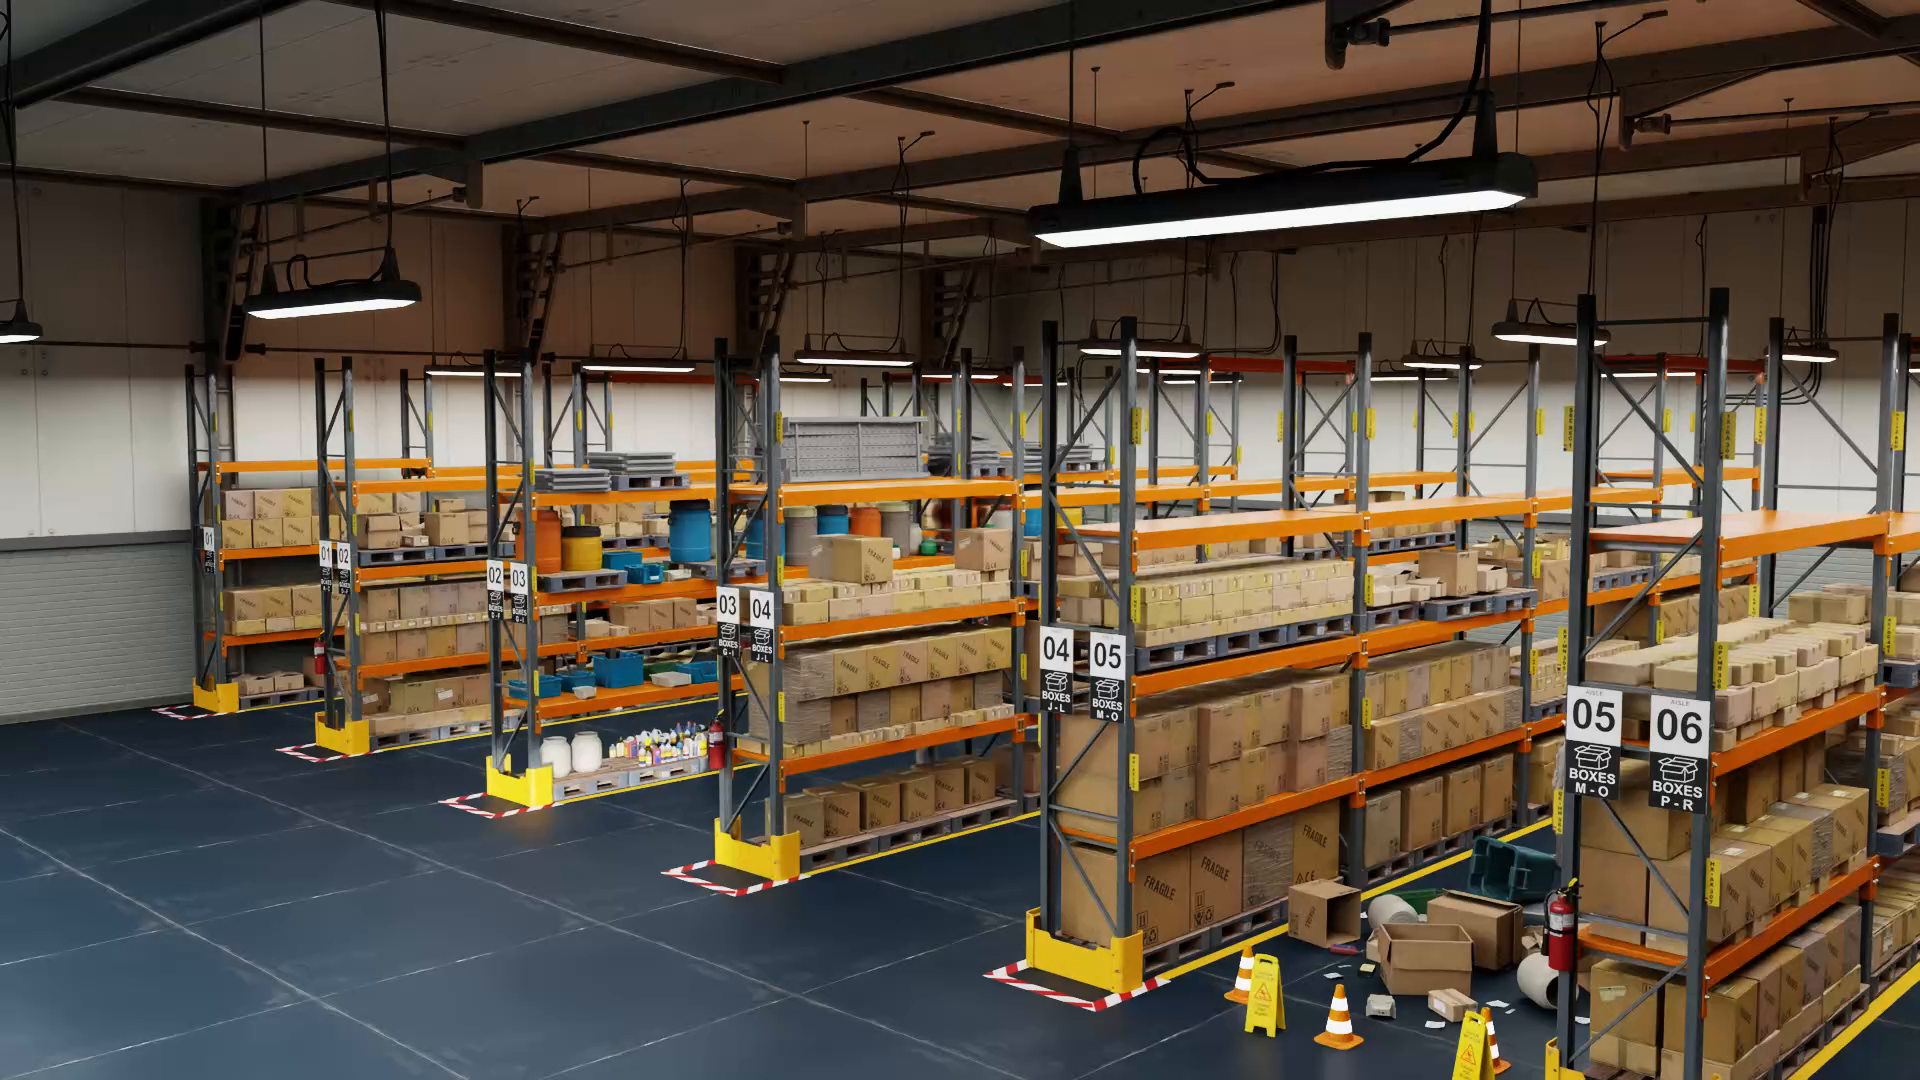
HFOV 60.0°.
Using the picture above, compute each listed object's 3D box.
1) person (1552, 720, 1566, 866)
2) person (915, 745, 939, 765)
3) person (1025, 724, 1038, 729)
[{"bbox_3d":[6.997,2.841,18.910,0.537,1.776,0.478,1,4,7],"label":"person"},{"bbox_3d":[-0.488,2.611,22.964,0.374,1.610,0.512,4,6,42],"label":"person"},{"bbox_3d":[1.205,2.203,27.450,0.498,1.795,0.621,0,4,1],"label":"person"}]
